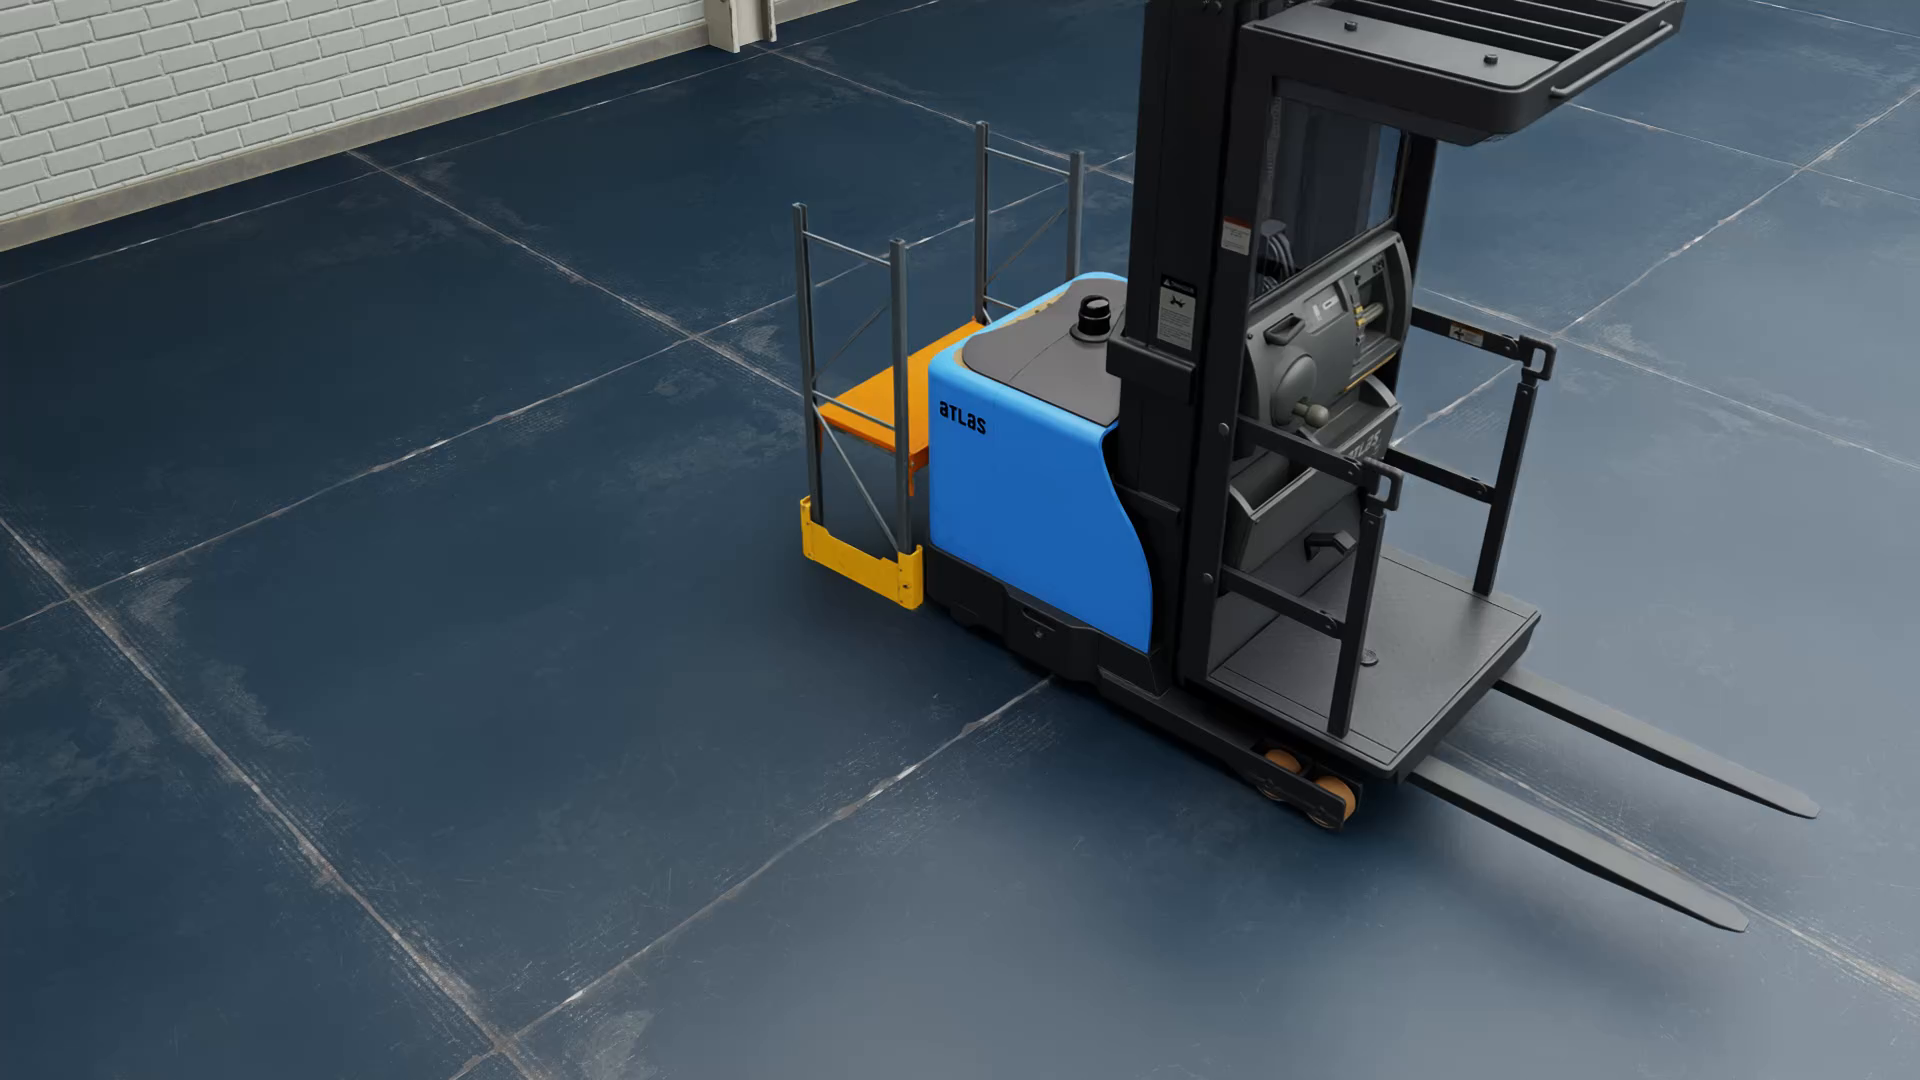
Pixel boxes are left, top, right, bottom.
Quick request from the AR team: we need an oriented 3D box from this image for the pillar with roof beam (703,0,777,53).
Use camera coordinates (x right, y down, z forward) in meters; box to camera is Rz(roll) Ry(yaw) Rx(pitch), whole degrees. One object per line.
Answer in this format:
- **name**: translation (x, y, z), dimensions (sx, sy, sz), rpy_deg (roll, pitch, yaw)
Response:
- **pillar with roof beam**: translation (1.503, -5.505, 6.777), dimensions (9.100, 9.000, 0.400), rpy_deg (30, 45, 35)

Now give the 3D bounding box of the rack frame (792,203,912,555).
- **rack frame**: translation (-0.385, -0.469, 6.111), dimensions (0.500, 1.500, 0.032), rpy_deg (25, 42, 32)

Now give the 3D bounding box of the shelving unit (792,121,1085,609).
- **shelving unit**: translation (-0.067, -0.689, 6.427), dimensions (0.587, 1.500, 1.083), rpy_deg (25, 42, 32)

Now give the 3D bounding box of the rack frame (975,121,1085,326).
- **rack frame**: translation (0.263, -0.917, 6.754), dimensions (0.500, 1.500, 0.032), rpy_deg (25, 42, 32)

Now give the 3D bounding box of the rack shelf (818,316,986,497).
- **rack shelf**: translation (-0.061, -0.546, 6.536), dimensions (0.538, 0.185, 1.000), rpy_deg (25, 42, 32)

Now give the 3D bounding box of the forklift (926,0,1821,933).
- **forklift**: translation (1.314, -0.610, 5.062), dimensions (3.031, 2.935, 1.130), rpy_deg (26, 43, 33)

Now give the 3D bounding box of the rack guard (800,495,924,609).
- **rack guard**: translation (-0.384, 0.043, 6.470), dimensions (0.587, 0.250, 0.087), rpy_deg (25, 42, 32)
